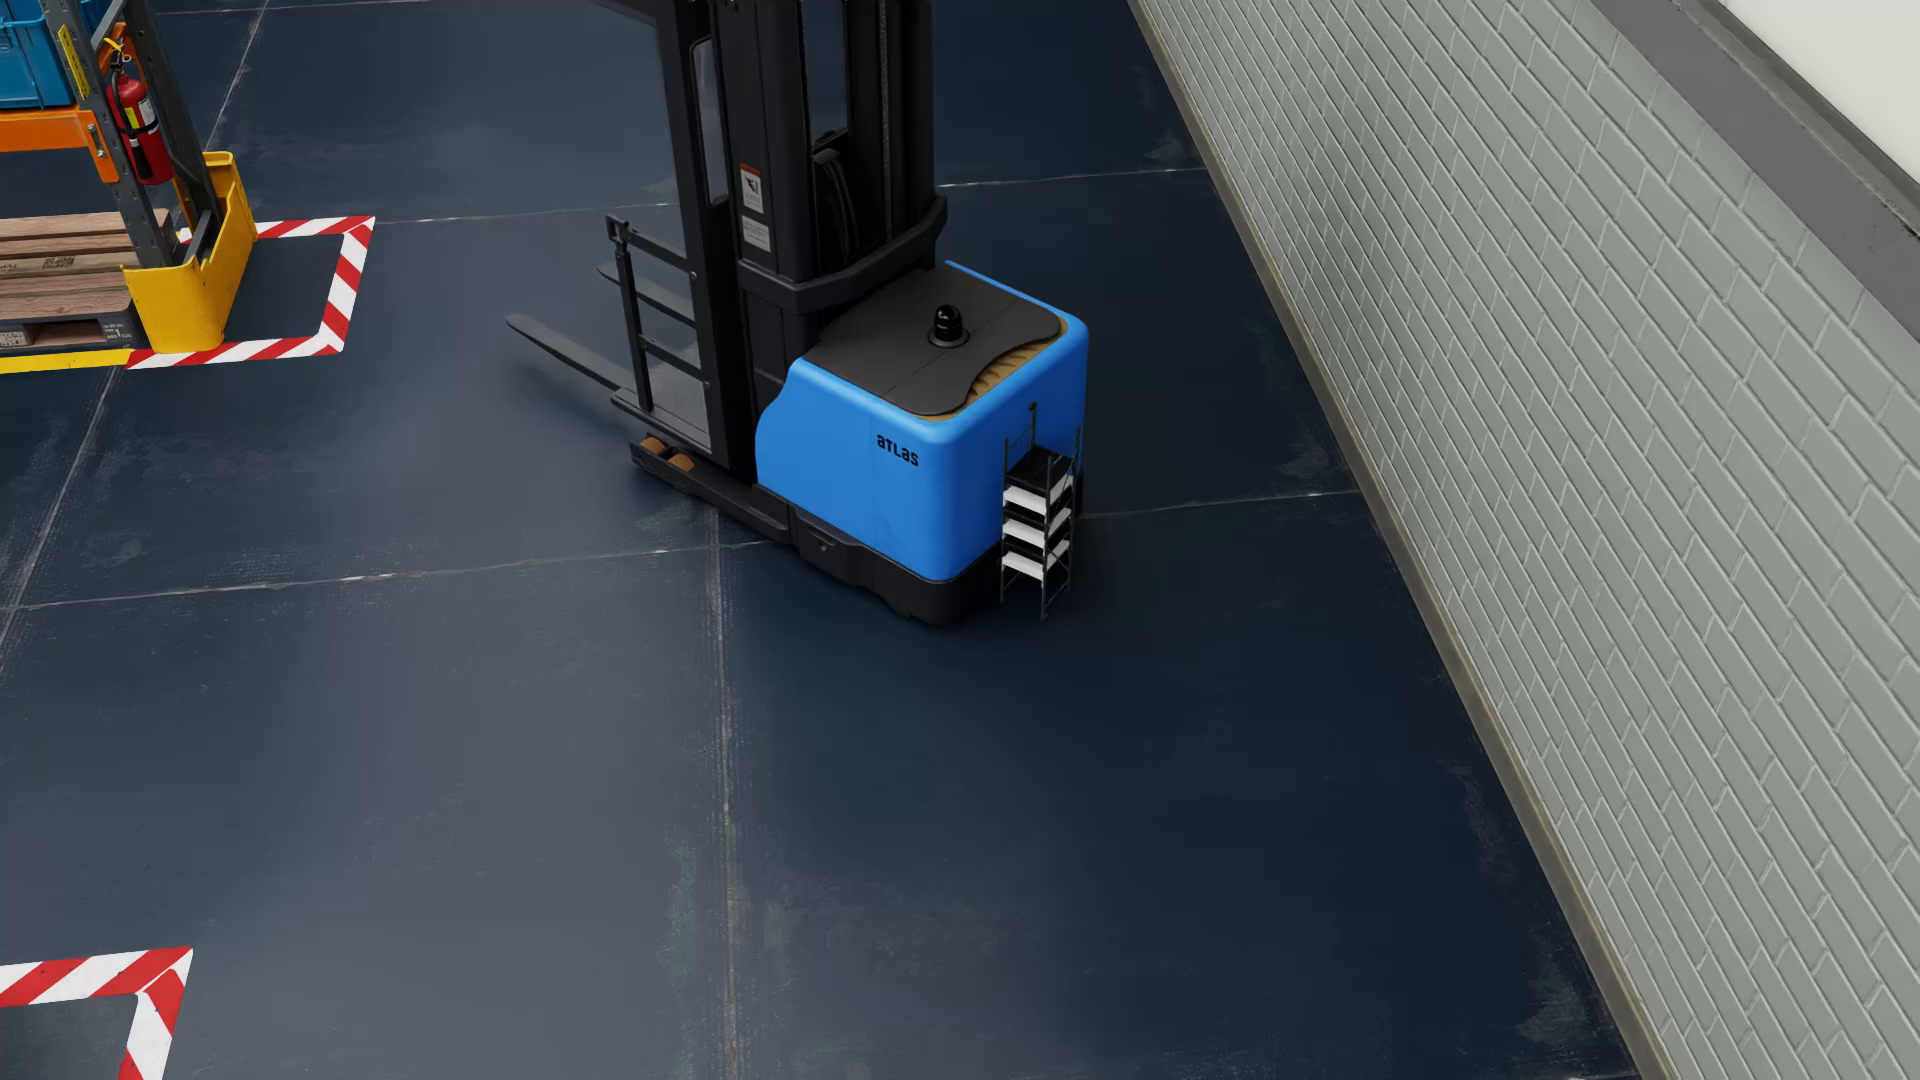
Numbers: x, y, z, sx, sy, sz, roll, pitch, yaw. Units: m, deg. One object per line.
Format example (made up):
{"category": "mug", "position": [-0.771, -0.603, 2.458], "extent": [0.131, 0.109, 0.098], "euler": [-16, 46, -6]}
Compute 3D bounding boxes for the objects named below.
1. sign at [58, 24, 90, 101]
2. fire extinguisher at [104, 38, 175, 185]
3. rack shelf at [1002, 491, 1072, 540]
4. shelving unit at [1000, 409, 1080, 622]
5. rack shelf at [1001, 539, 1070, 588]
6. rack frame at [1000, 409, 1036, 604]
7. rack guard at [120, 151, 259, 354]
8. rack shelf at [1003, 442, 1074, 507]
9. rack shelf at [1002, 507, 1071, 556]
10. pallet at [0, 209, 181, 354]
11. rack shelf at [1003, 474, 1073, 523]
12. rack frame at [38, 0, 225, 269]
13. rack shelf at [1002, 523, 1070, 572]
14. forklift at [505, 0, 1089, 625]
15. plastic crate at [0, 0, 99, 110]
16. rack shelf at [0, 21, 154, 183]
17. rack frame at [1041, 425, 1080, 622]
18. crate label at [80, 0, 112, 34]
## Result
{"category": "sign", "position": [-3.986, -2.149, 7.487], "extent": [0.005, 0.325, 0.100], "euler": [-5, 42, -6]}
{"category": "fire extinguisher", "position": [-3.865, -1.997, 7.776], "extent": [0.183, 0.674, 0.296], "euler": [-5, 42, -6]}
{"category": "rack shelf", "position": [0.326, -0.133, 6.856], "extent": [0.200, 0.077, 0.258], "euler": [23, 47, 23]}
{"category": "shelving unit", "position": [0.326, -0.091, 6.894], "extent": [0.210, 0.900, 0.258], "euler": [23, 47, 23]}
{"category": "rack shelf", "position": [0.326, 0.067, 7.037], "extent": [0.200, 0.077, 0.258], "euler": [23, 47, 23]}
{"category": "rack frame", "position": [0.241, -0.128, 6.935], "extent": [0.006, 0.900, 0.240], "euler": [23, 47, 23]}
{"category": "rack guard", "position": [-4.052, -1.535, 8.794], "extent": [0.348, 0.500, 1.175], "euler": [-5, 42, -6]}
{"category": "rack shelf", "position": [0.326, -0.267, 6.736], "extent": [0.200, 0.077, 0.258], "euler": [23, 47, 23]}
{"category": "rack shelf", "position": [0.326, -0.066, 6.917], "extent": [0.200, 0.077, 0.258], "euler": [23, 47, 23]}
{"category": "pallet", "position": [-4.897, -1.371, 8.828], "extent": [1.213, 0.211, 1.003], "euler": [-5, 42, -6]}
{"category": "rack shelf", "position": [0.326, -0.200, 6.796], "extent": [0.200, 0.077, 0.258], "euler": [23, 47, 23]}
{"category": "rack frame", "position": [-4.074, -2.453, 7.945], "extent": [0.127, 3.000, 1.000], "euler": [-5, 42, -6]}
{"category": "rack shelf", "position": [0.326, 0.000, 6.977], "extent": [0.200, 0.077, 0.258], "euler": [23, 47, 23]}
{"category": "forklift", "position": [-0.910, -1.565, 7.012], "extent": [3.031, 2.935, 1.130], "euler": [29, 49, 28]}
{"category": "plastic crate", "position": [-4.382, -2.335, 7.743], "extent": [0.499, 0.435, 0.616], "euler": [-5, 42, -6]}
{"category": "rack shelf", "position": [-6.057, -2.012, 7.993], "extent": [4.000, 0.370, 1.077], "euler": [-5, 42, -6]}
{"category": "rack frame", "position": [0.412, -0.055, 6.854], "extent": [0.006, 0.900, 0.240], "euler": [23, 47, 23]}
{"category": "crate label", "position": [-4.361, -2.610, 8.199], "extent": [0.303, 0.233, 0.416], "euler": [-5, 42, -6]}
